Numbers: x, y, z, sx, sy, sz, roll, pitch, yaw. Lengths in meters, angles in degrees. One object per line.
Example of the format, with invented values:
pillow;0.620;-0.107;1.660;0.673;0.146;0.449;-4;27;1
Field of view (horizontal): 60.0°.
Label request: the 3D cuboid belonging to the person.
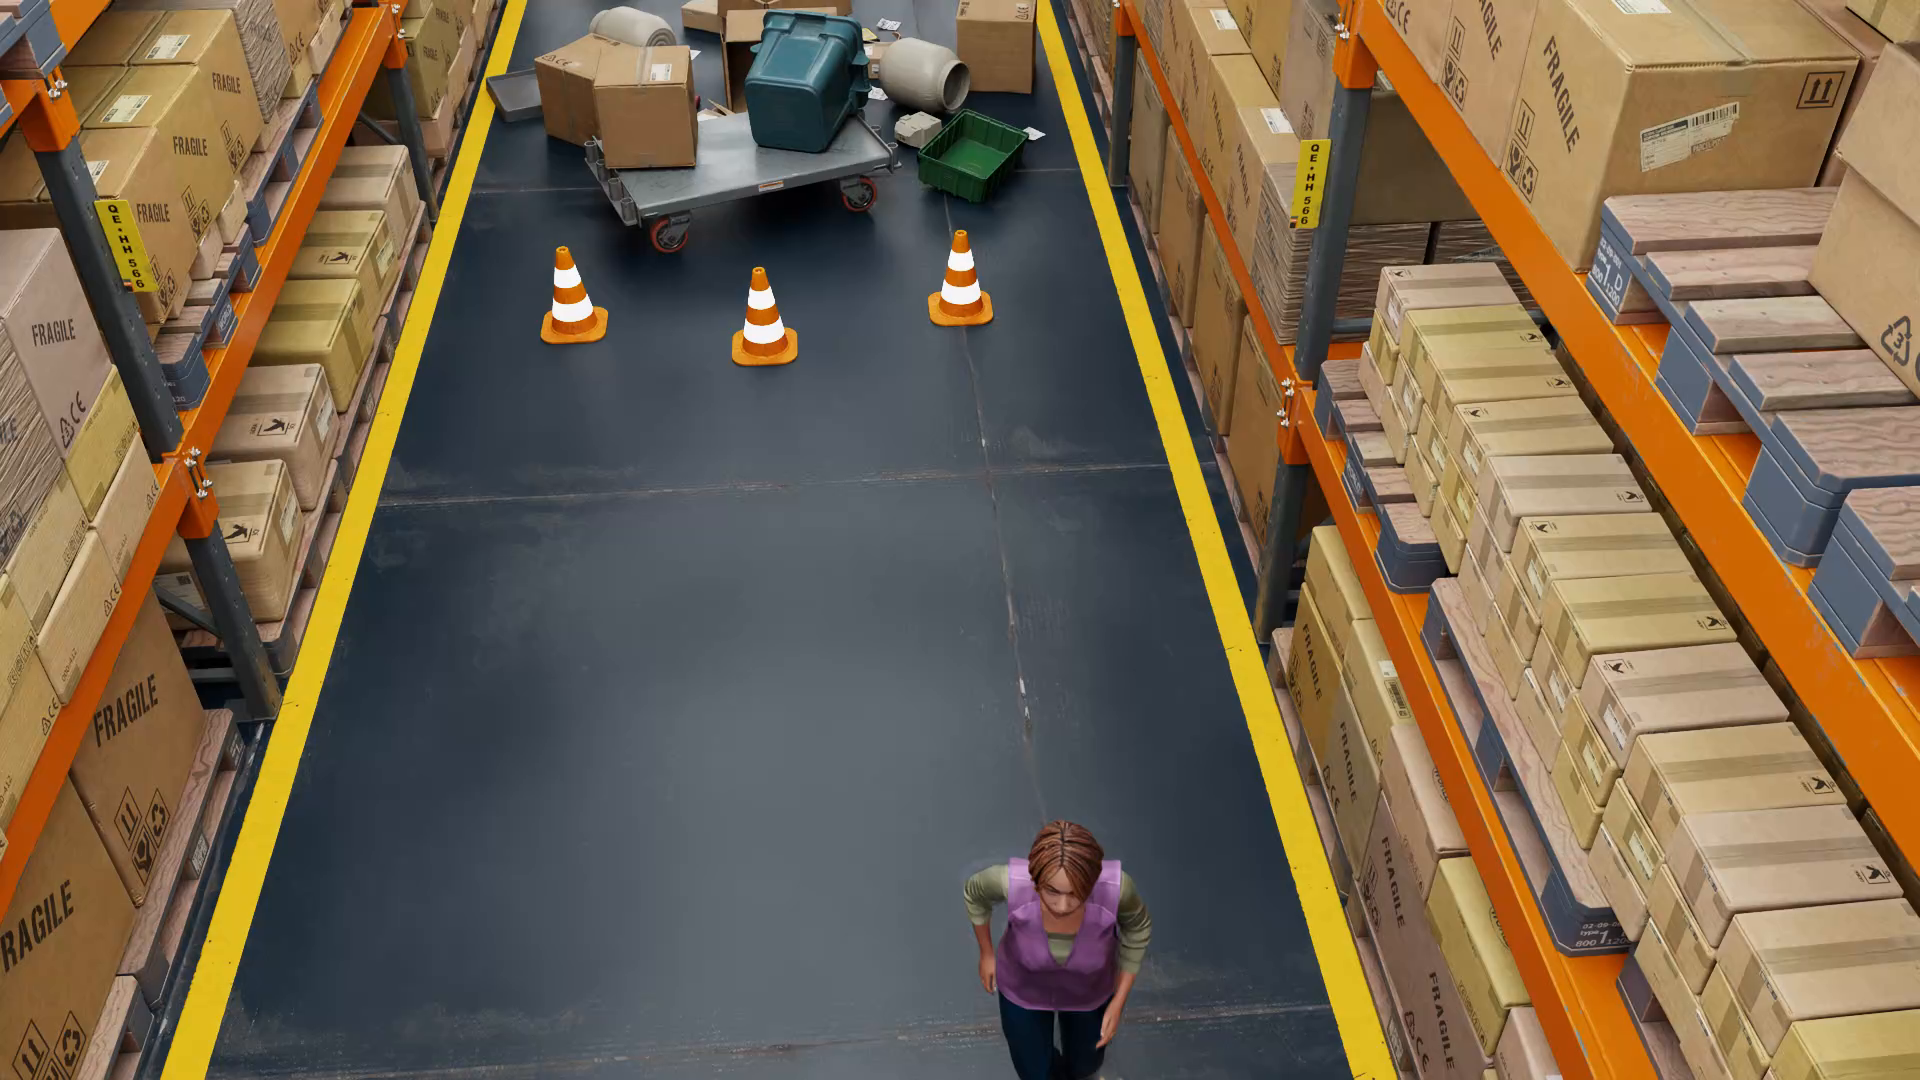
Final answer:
person;0.265;1.189;4.773;0.512;1.545;0.662;0;40;0
